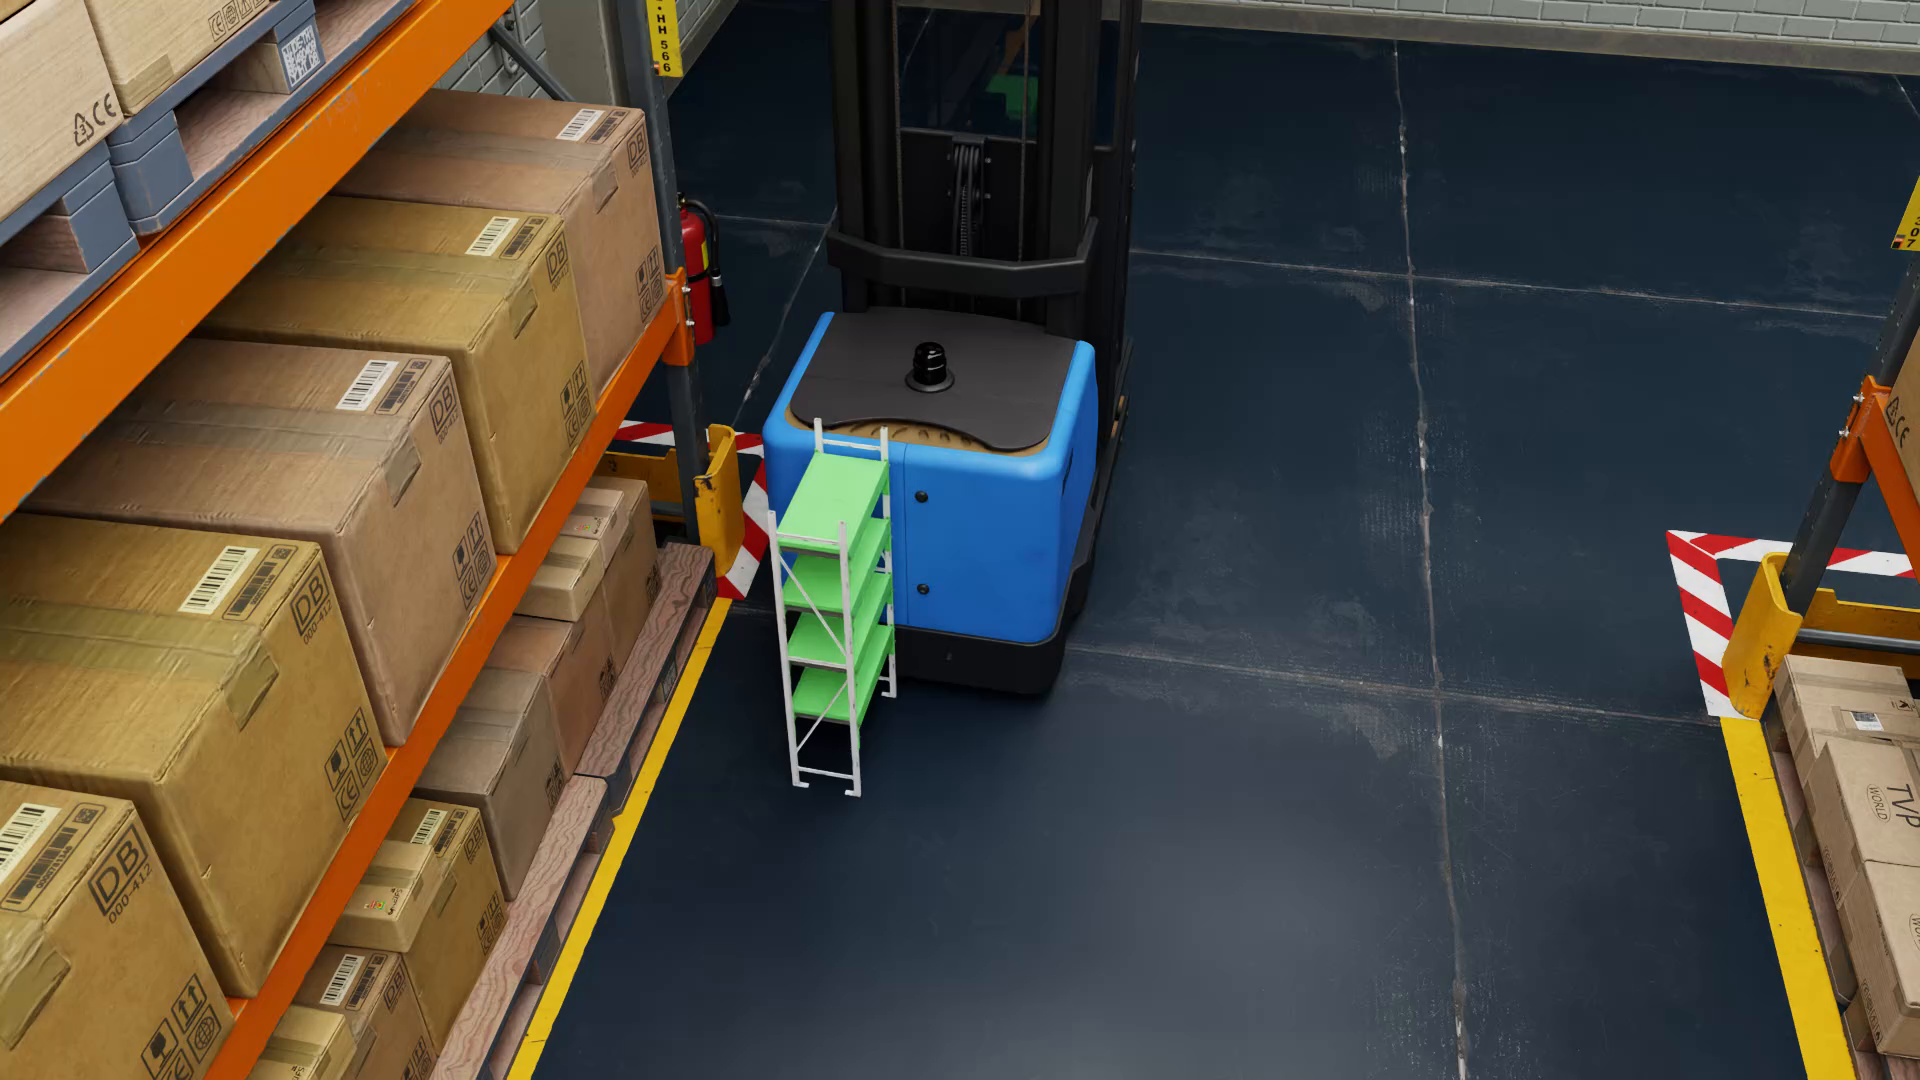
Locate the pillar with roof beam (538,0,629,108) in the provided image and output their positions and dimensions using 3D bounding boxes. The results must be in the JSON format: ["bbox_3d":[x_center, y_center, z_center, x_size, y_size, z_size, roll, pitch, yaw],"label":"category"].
[{"bbox_3d":[2.381,-4.782,5.472,9.100,9.000,0.400,6,40,8],"label":"pillar with roof beam"}]

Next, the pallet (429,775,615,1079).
[{"bbox_3d":[-1.749,1.194,5.141,1.003,0.211,1.213,6,40,8],"label":"pallet"}]

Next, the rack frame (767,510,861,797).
[{"bbox_3d":[-0.457,0.395,5.331,0.240,1.200,0.015,8,40,10],"label":"rack frame"}]

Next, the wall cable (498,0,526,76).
[{"bbox_3d":[-2.184,-2.454,6.567,0.084,1.984,1.851,6,40,8],"label":"wall cable"}]

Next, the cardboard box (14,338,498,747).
[{"bbox_3d":[-1.808,-0.014,4.177,0.980,0.700,0.700,5,40,6],"label":"cardboard box"}]

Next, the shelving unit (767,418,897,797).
[{"bbox_3d":[-0.403,0.243,5.514,0.258,1.200,0.503,8,40,10],"label":"shelving unit"}]

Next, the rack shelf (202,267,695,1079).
[{"bbox_3d":[-1.820,0.378,4.504,1.077,0.370,4.000,6,40,8],"label":"rack shelf"}]

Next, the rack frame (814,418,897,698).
[{"bbox_3d":[-0.350,0.092,5.697,0.240,1.200,0.015,8,40,10],"label":"rack frame"}]

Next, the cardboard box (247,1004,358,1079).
[{"bbox_3d":[-1.697,1.254,4.002,0.380,0.149,0.250,8,40,9],"label":"cardboard box"}]

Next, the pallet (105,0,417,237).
[{"bbox_3d":[-1.801,-1.042,3.372,1.003,0.211,1.213,6,40,8],"label":"pallet"}]

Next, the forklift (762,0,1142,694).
[{"bbox_3d":[0.132,-1.521,6.289,1.130,2.935,3.031,8,40,9],"label":"forklift"}]

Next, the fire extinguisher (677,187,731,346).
[{"bbox_3d":[-0.993,-1.025,5.989,0.296,0.674,0.183,6,40,8],"label":"fire extinguisher"}]

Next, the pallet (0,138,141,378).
[{"bbox_3d":[-2.014,-0.279,2.449,1.003,0.211,1.213,6,40,8],"label":"pallet"}]

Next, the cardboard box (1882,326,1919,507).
[{"bbox_3d":[3.069,-0.400,4.801,0.500,0.500,0.500,7,40,9],"label":"cardboard box"}]

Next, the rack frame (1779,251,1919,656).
[{"bbox_3d":[3.406,-0.611,5.135,1.000,3.000,0.127,6,40,8],"label":"rack frame"}]

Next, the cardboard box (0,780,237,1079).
[{"bbox_3d":[-2.056,0.901,3.070,0.980,0.700,0.700,7,40,8],"label":"cardboard box"}]

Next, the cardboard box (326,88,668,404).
[{"bbox_3d":[-1.552,-0.949,5.309,0.980,0.700,0.700,8,40,10],"label":"cardboard box"}]

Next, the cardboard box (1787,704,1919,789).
[{"bbox_3d":[2.951,0.693,5.436,0.380,0.166,0.250,6,40,8],"label":"cardboard box"}]

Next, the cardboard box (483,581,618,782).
[{"bbox_3d":[-1.583,0.411,5.531,0.700,0.500,0.500,6,40,8],"label":"cardboard box"}]

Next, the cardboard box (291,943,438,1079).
[{"bbox_3d":[-1.846,1.384,4.354,0.700,0.500,0.500,6,40,7],"label":"cardboard box"}]

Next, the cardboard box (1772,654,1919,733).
[{"bbox_3d":[2.995,0.543,5.631,0.380,0.149,0.250,6,40,8],"label":"cardboard box"}]

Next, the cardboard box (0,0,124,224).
[{"bbox_3d":[-1.685,-0.666,2.557,0.500,0.250,0.500,6,40,7],"label":"cardboard box"}]

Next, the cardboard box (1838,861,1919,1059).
[{"bbox_3d":[2.859,1.217,4.737,0.500,0.250,0.500,6,40,8],"label":"cardboard box"}]

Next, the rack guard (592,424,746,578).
[{"bbox_3d":[-1.470,-0.207,6.607,1.175,0.500,0.348,6,40,8],"label":"rack guard"}]

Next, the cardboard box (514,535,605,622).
[{"bbox_3d":[-1.383,0.108,5.388,0.380,0.149,0.250,7,40,9],"label":"cardboard box"}]

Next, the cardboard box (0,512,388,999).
[{"bbox_3d":[-1.924,0.444,3.624,0.980,0.700,0.700,5,40,7],"label":"cardboard box"}]

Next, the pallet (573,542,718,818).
[{"bbox_3d":[-1.535,0.430,6.064,1.003,0.211,1.213,6,40,8],"label":"pallet"}]

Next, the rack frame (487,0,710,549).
[{"bbox_3d":[-1.474,-1.155,5.793,1.000,3.000,0.127,6,40,8],"label":"rack frame"}]

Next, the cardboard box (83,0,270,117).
[{"bbox_3d":[-1.603,-0.989,2.947,0.500,0.250,0.500,5,40,6],"label":"cardboard box"}]

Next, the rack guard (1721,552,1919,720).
[{"bbox_3d":[3.393,0.400,5.874,1.175,0.500,0.348,6,40,8],"label":"rack guard"}]

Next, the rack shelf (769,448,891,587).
[{"bbox_3d":[-0.403,-0.077,5.249,0.258,0.148,0.480,8,40,10],"label":"rack shelf"}]

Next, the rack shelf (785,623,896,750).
[{"bbox_3d":[-0.403,0.478,5.708,0.258,0.148,0.480,8,40,10],"label":"rack shelf"}]

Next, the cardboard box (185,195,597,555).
[{"bbox_3d":[-1.667,-0.491,4.755,0.980,0.700,0.700,6,40,7],"label":"cardboard box"}]

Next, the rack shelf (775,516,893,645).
[{"bbox_3d":[-0.403,0.108,5.402,0.258,0.148,0.480,8,40,10],"label":"rack shelf"}]

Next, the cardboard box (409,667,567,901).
[{"bbox_3d":[-1.669,0.727,5.149,0.700,0.500,0.500,5,40,6],"label":"cardboard box"}]

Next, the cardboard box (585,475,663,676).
[{"bbox_3d":[-1.497,0.097,5.911,0.700,0.500,0.500,6,40,8],"label":"cardboard box"}]

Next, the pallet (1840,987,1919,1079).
[{"bbox_3d":[3.042,1.775,4.437,1.003,0.211,1.213,6,40,8],"label":"pallet"}]

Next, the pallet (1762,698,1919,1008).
[{"bbox_3d":[3.256,1.012,5.361,1.003,0.211,1.213,6,40,8],"label":"pallet"}]

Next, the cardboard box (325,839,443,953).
[{"bbox_3d":[-1.607,0.927,4.398,0.380,0.149,0.250,5,40,6],"label":"cardboard box"}]

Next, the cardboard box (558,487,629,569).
[{"bbox_3d":[-1.339,-0.052,5.582,0.380,0.149,0.250,6,40,7],"label":"cardboard box"}]

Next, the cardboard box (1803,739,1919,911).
[{"bbox_3d":[2.946,0.903,5.116,0.500,0.250,0.500,6,40,8],"label":"cardboard box"}]

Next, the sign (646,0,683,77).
[{"bbox_3d":[-0.942,-1.624,5.265,0.100,0.325,0.005,6,40,8],"label":"sign"}]

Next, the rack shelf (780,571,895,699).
[{"bbox_3d":[-0.403,0.293,5.555,0.258,0.148,0.480,8,40,10],"label":"rack shelf"}]

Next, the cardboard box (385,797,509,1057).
[{"bbox_3d":[-1.754,1.062,4.743,0.700,0.500,0.500,7,40,9],"label":"cardboard box"}]

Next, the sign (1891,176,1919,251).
[{"bbox_3d":[2.871,-1.004,4.931,0.100,0.325,0.005,6,40,8],"label":"sign"}]

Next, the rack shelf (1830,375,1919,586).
[{"bbox_3d":[3.060,0.921,3.846,1.077,0.370,4.000,6,40,8],"label":"rack shelf"}]
